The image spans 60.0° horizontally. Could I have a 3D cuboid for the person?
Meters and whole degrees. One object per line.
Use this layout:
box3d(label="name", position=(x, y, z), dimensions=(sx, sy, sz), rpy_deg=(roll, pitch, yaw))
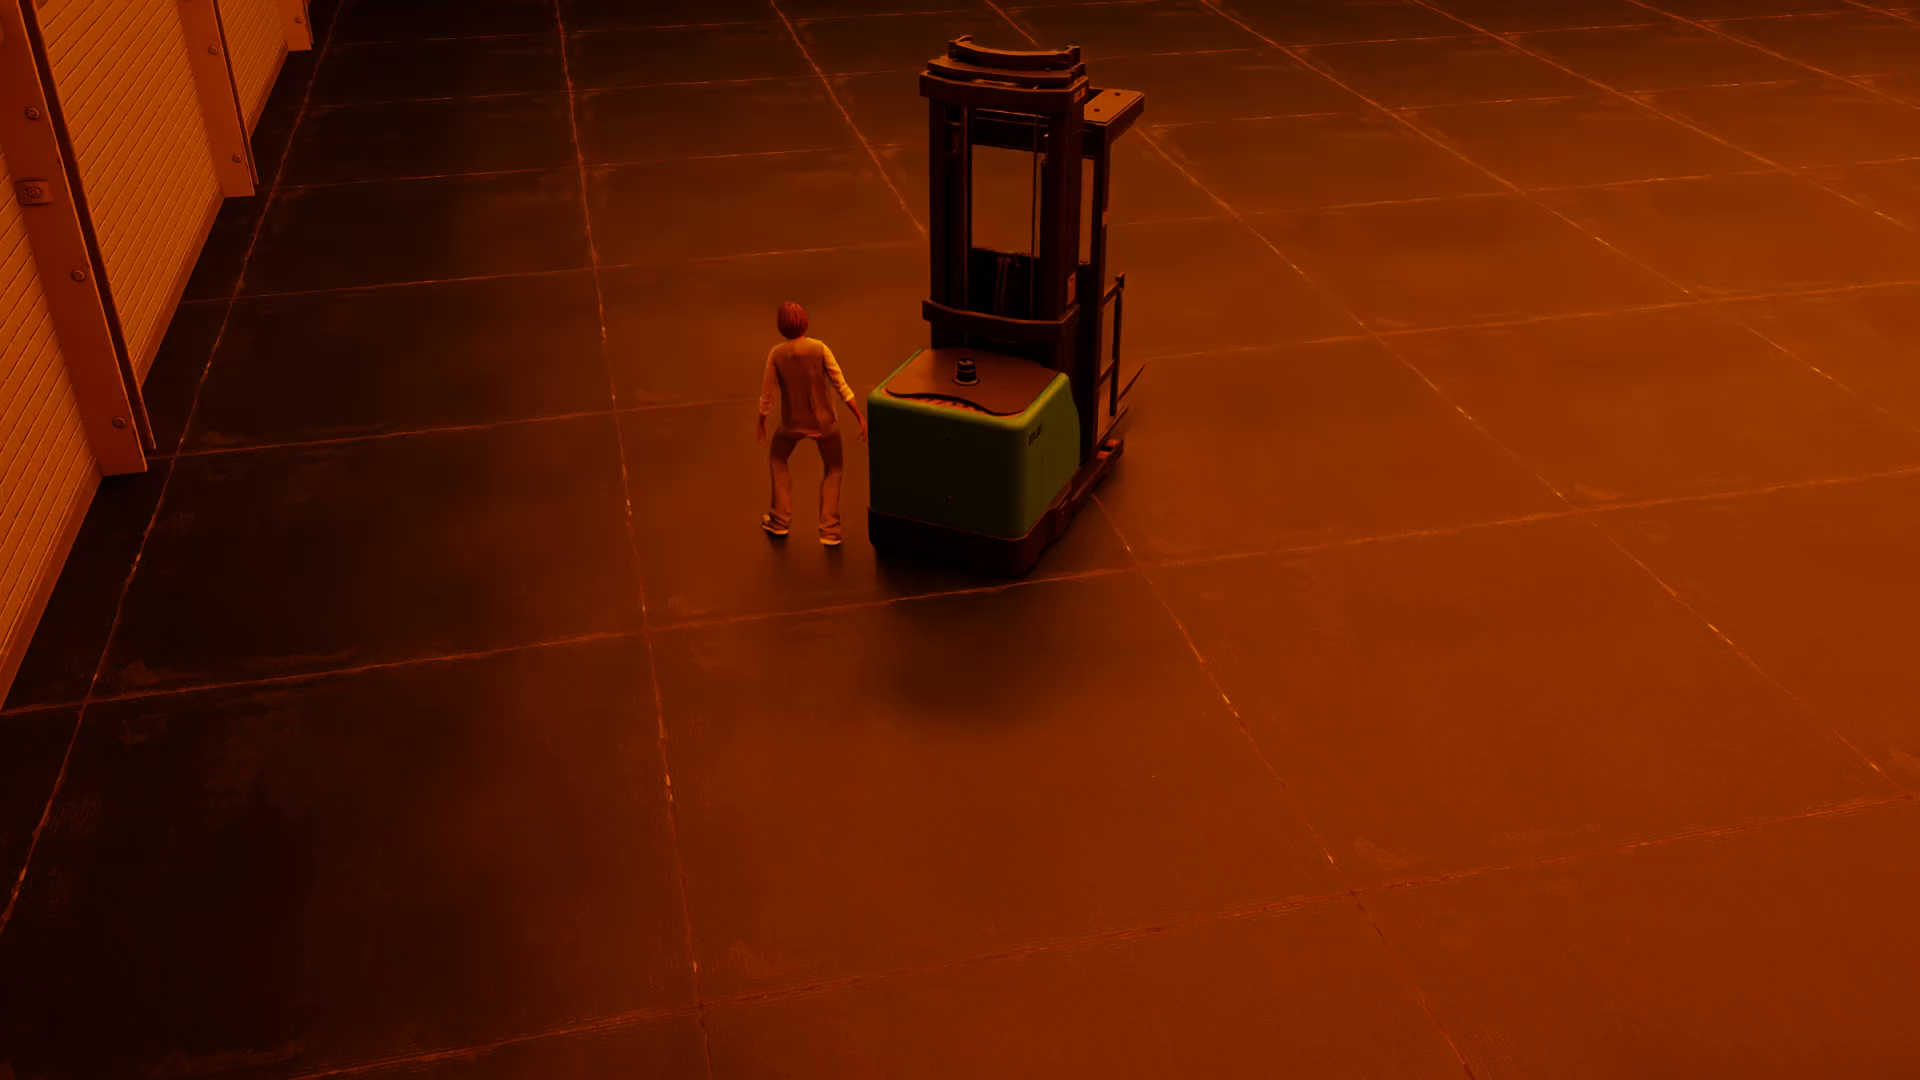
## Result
box3d(label="person", position=(-0.925, -0.686, 10.194), dimensions=(0.745, 1.546, 0.445), rpy_deg=(3, 30, 6))

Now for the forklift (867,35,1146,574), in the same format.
box3d(label="forklift", position=(0.477, -1.782, 10.653), dimensions=(1.130, 2.935, 3.031), rpy_deg=(12, 32, 20))
